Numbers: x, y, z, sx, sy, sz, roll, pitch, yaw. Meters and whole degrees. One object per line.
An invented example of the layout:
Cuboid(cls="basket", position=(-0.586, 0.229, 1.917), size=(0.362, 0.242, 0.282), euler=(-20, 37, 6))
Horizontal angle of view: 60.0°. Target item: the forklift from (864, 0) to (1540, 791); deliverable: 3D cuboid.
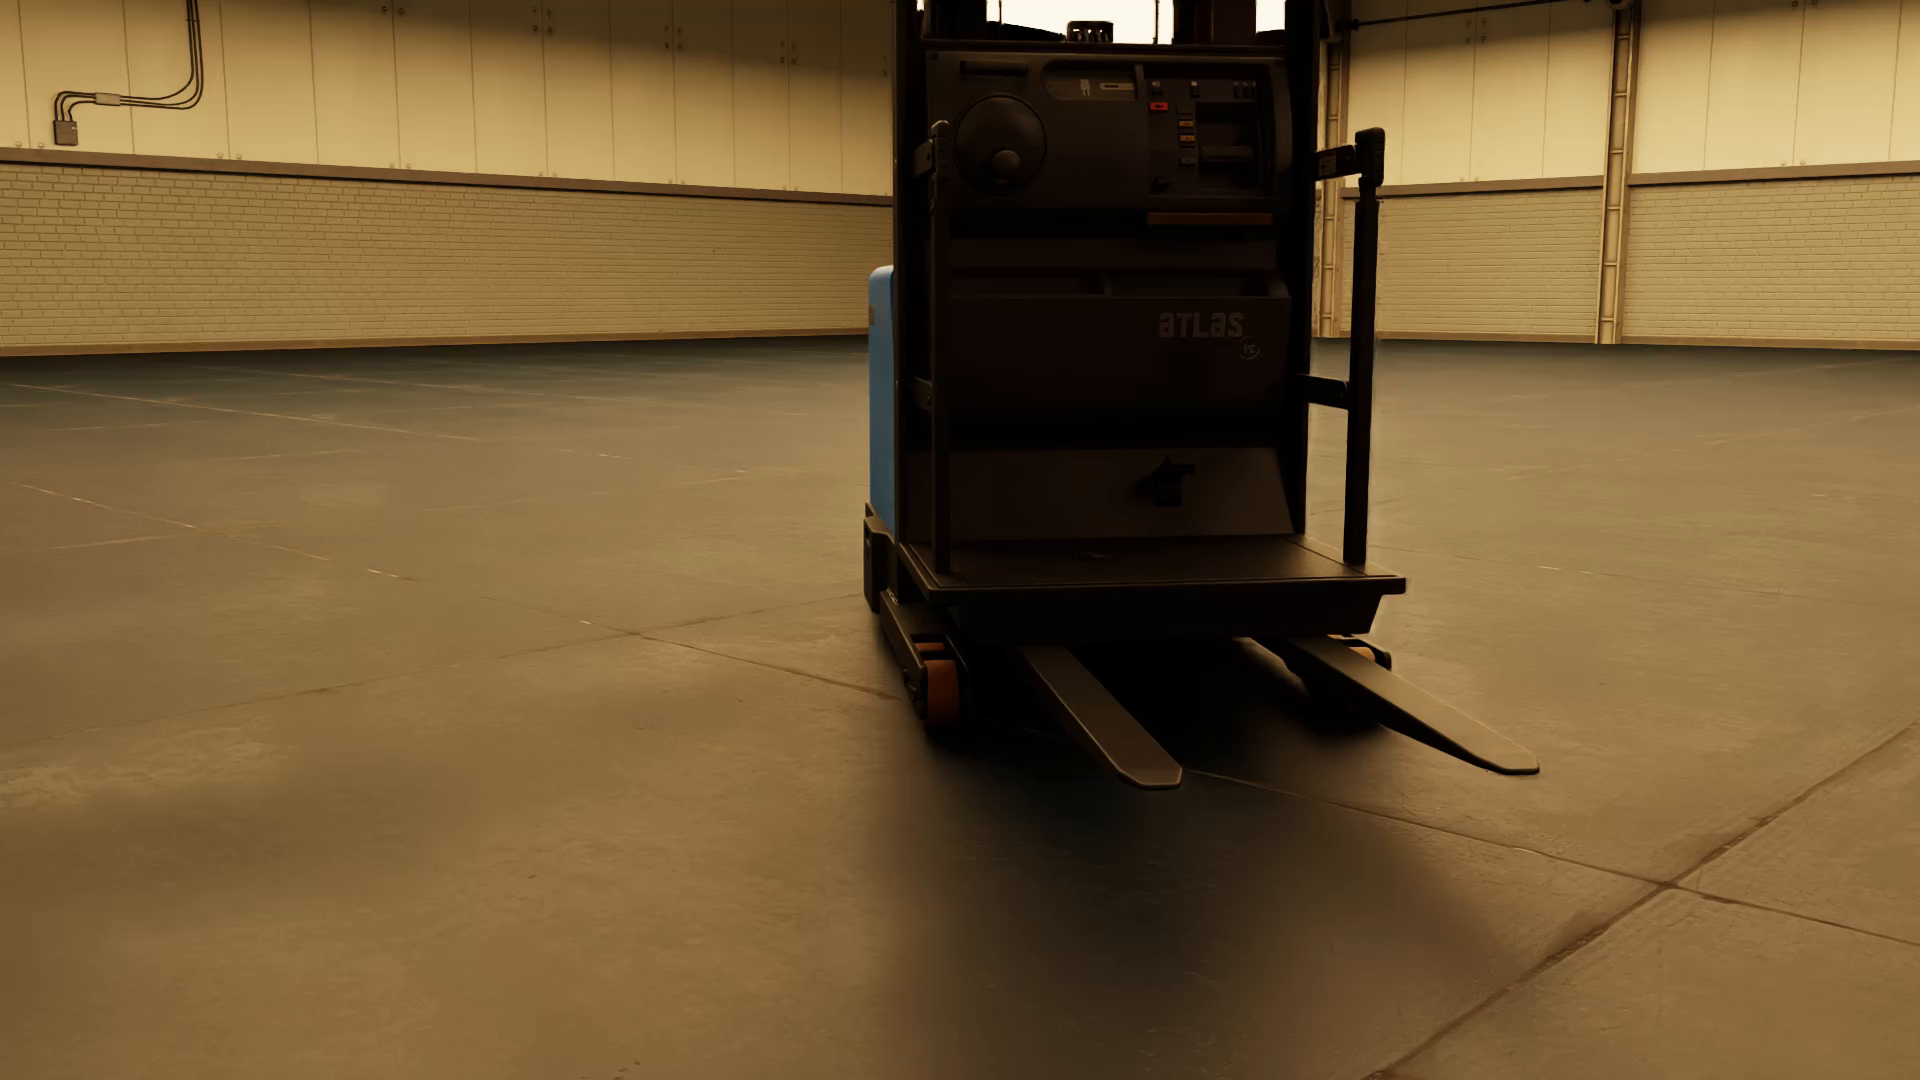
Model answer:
Cuboid(cls="forklift", position=(0.408, -1.069, 3.970), size=(1.130, 2.935, 3.031), euler=(-1, 9, -8))
